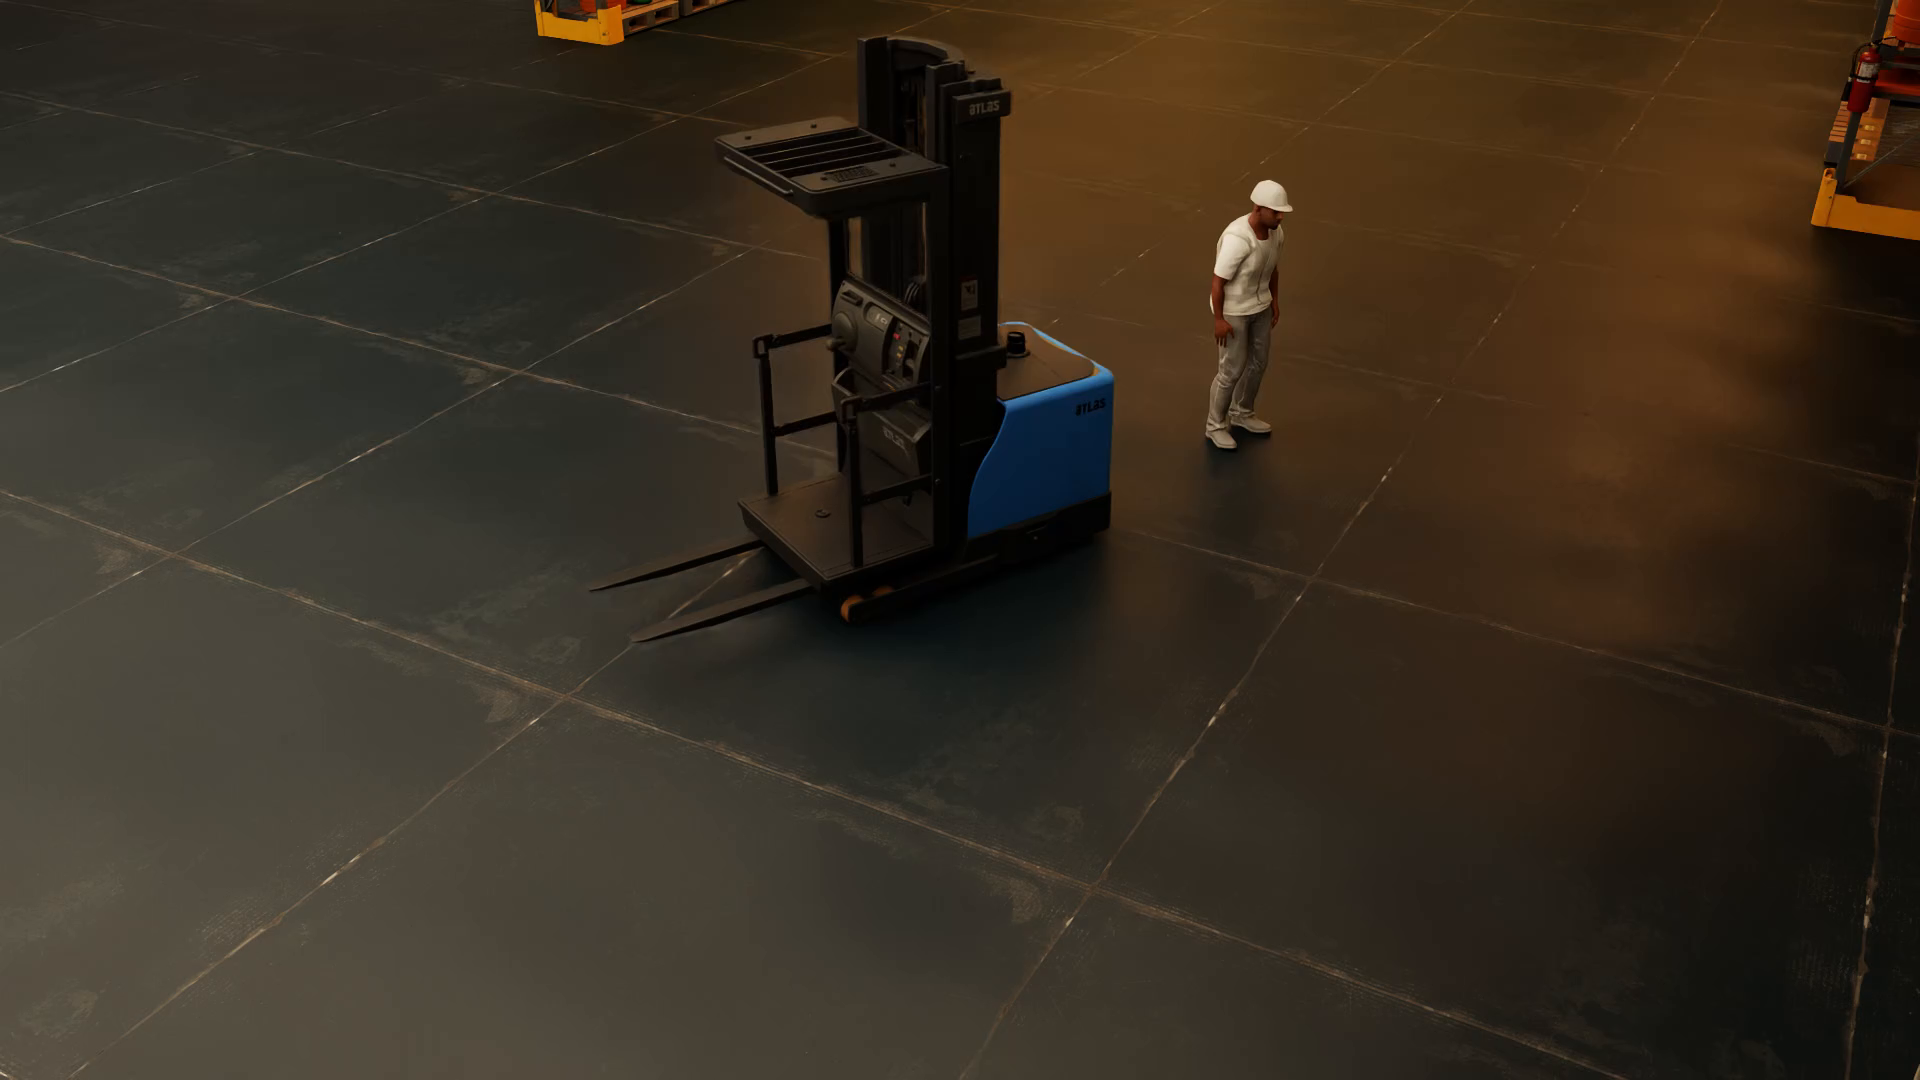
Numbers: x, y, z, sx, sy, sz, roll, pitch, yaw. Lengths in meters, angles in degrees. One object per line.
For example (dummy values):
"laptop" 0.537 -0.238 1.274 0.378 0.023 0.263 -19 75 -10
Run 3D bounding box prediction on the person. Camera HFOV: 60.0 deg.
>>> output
"person" 1.877 -1.490 10.829 0.626 1.759 0.464 -24 38 -35

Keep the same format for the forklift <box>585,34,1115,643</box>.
"forklift" -0.608 -1.098 8.973 3.031 2.935 1.130 -18 35 -28
